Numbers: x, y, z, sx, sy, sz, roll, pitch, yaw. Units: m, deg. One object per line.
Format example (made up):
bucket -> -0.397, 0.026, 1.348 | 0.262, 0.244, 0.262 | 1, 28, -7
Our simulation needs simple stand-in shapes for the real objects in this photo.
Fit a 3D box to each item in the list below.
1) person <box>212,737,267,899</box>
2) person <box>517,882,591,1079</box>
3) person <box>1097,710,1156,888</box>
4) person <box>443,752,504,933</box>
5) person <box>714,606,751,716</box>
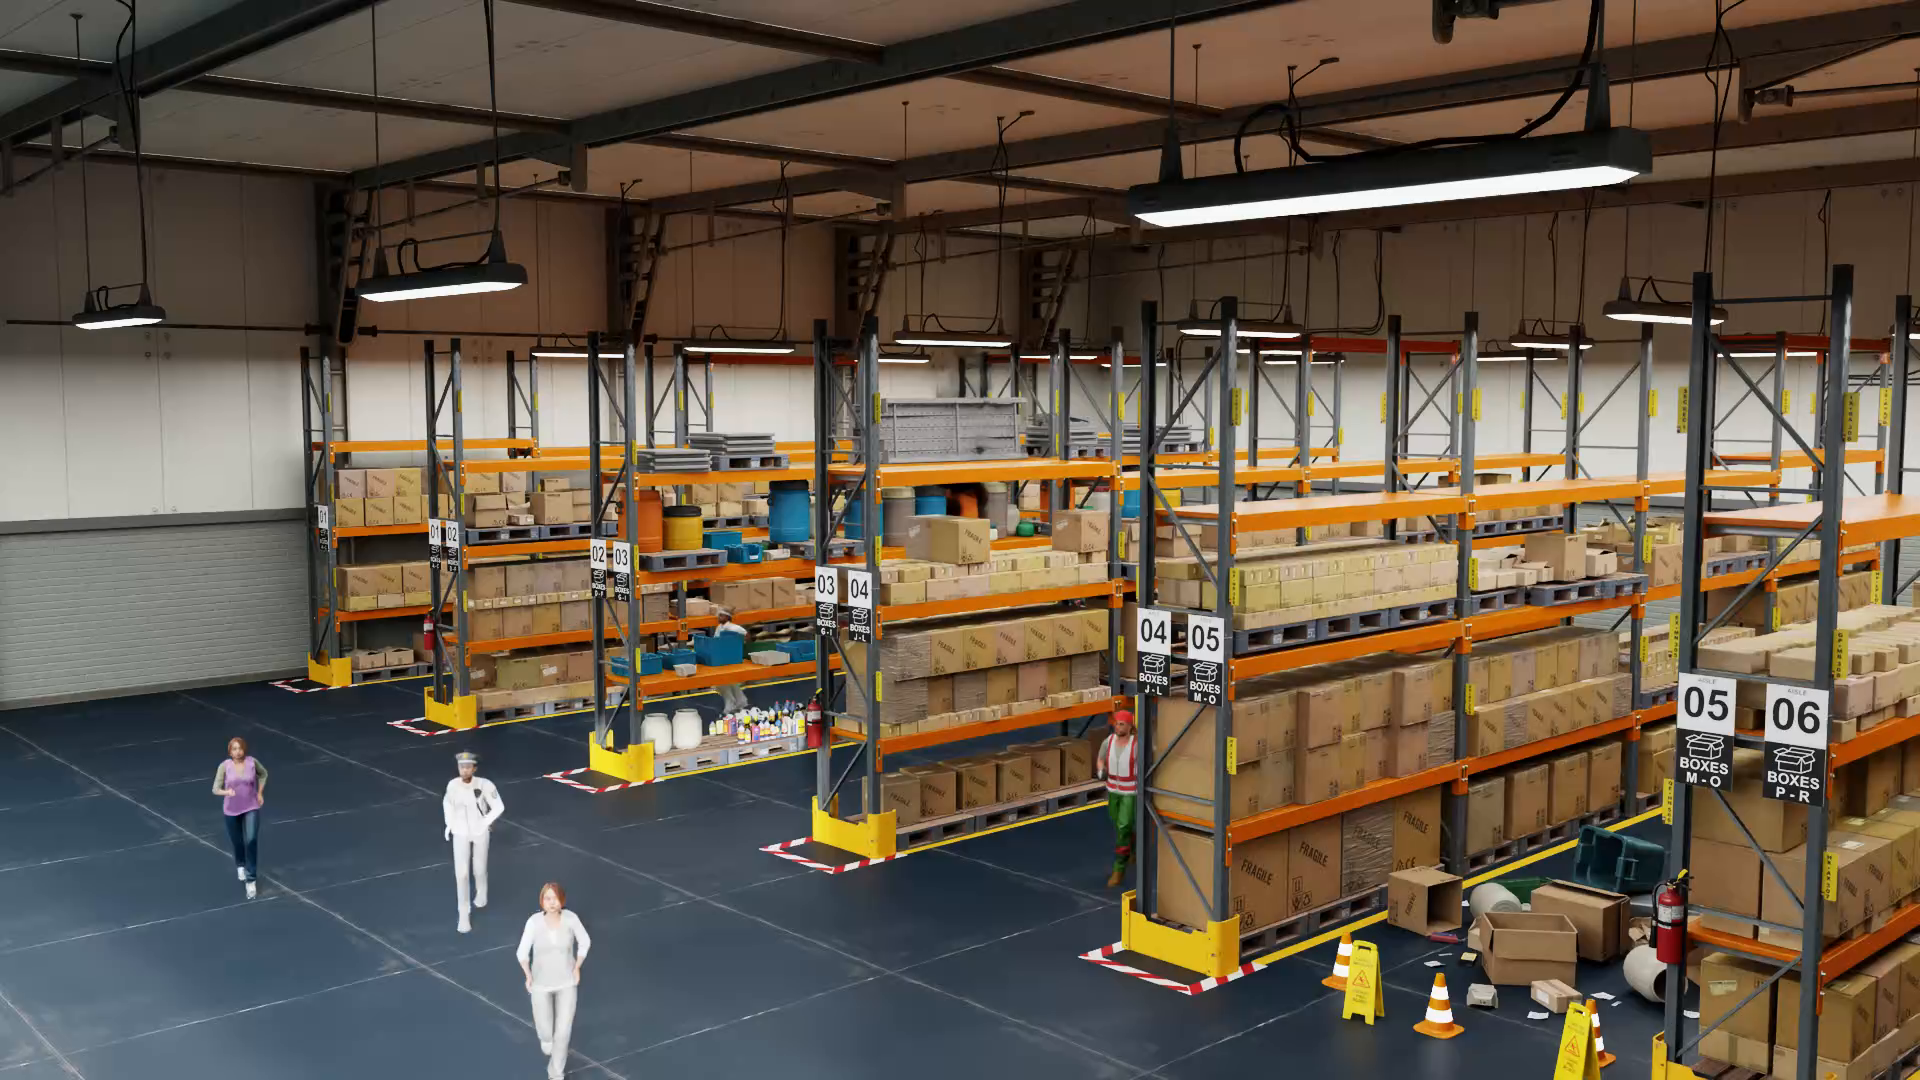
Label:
person -> -7.465, 2.861, 17.267 | 0.522, 1.619, 0.751 | -2, 5, -21
person -> -3.021, 3.309, 12.394 | 0.536, 1.575, 0.664 | -1, 5, -15
person -> 1.767, 2.709, 17.724 | 0.684, 1.829, 0.854 | 4, 6, 36
person -> -4.762, 2.897, 16.296 | 0.609, 1.736, 0.790 | -1, 5, -7
person -> -3.557, 1.850, 25.541 | 0.839, 1.682, 0.585 | -4, 7, -40
